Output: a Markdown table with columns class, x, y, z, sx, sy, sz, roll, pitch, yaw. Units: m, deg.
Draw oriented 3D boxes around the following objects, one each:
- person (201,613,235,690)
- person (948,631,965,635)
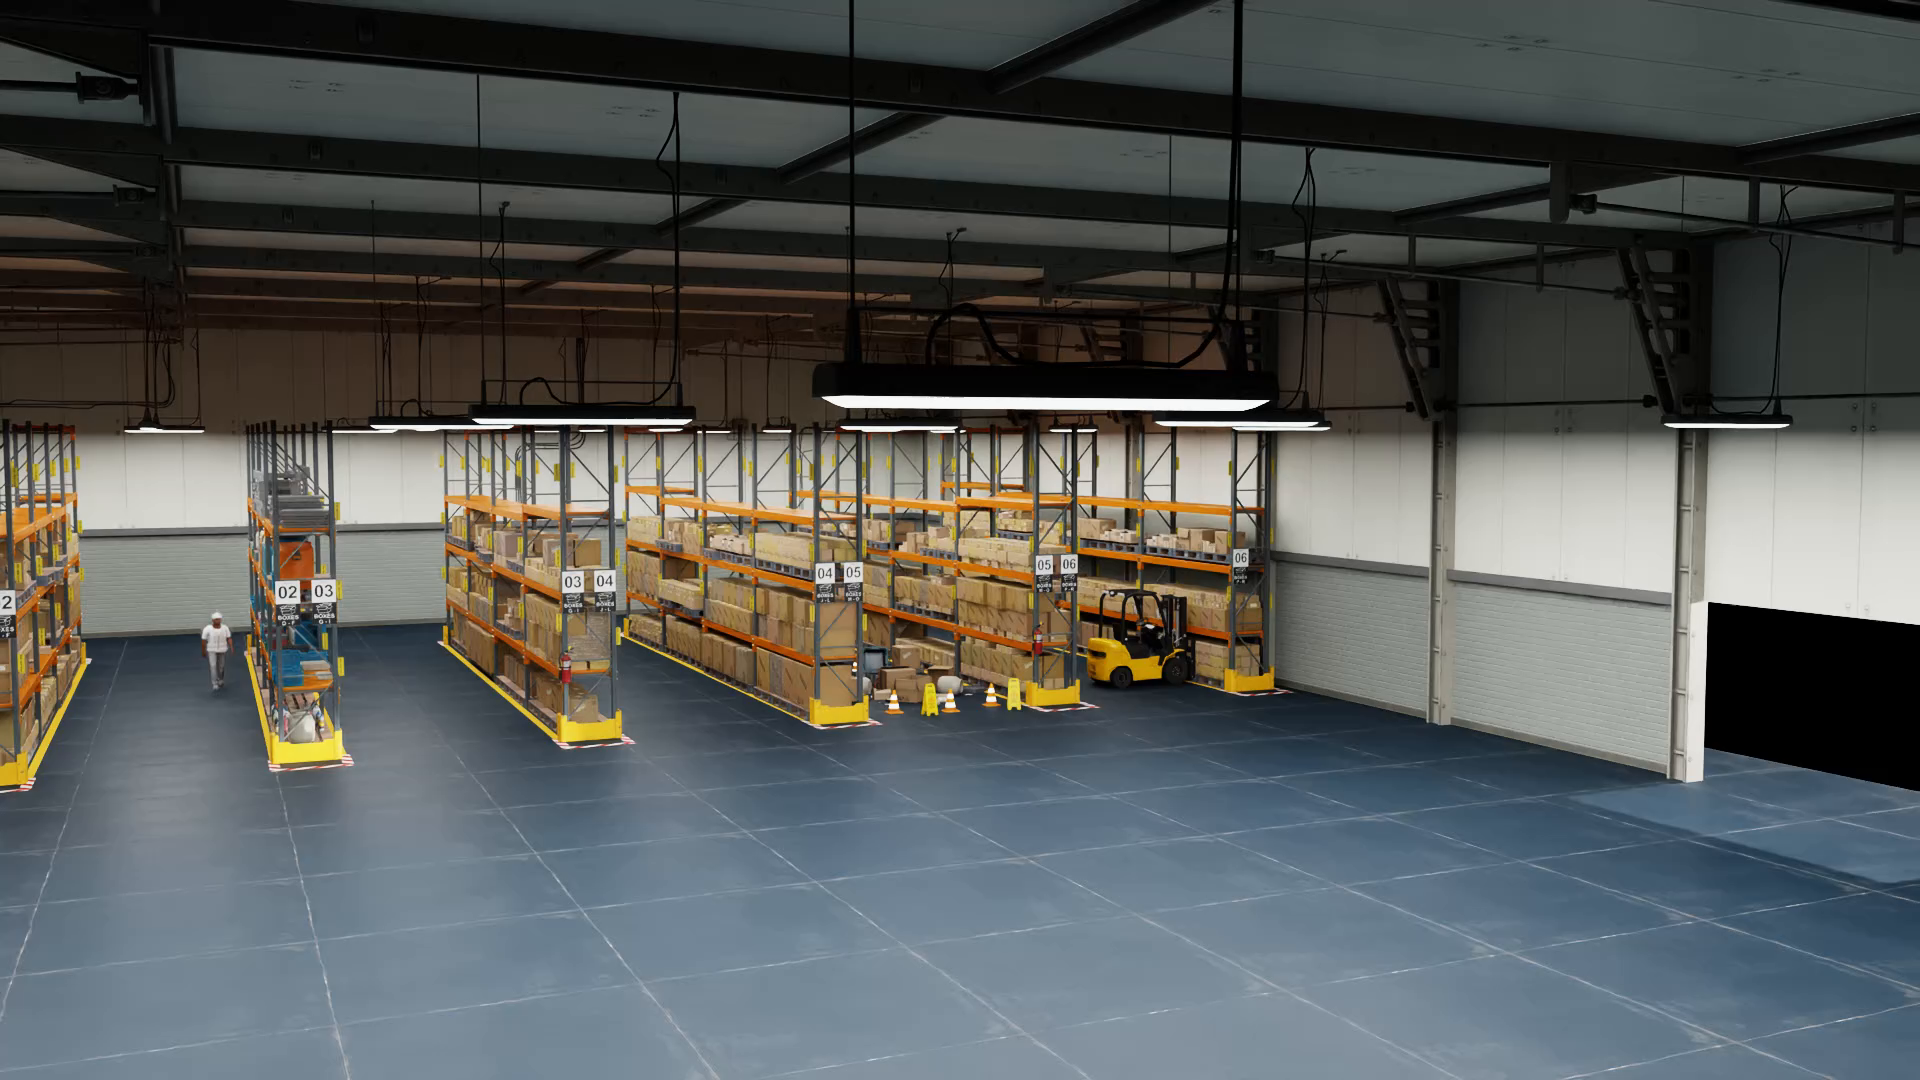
| class | x | y | z | sx | sy | sz | roll | pitch | yaw |
| --- | --- | --- | --- | --- | --- | --- | --- | --- | --- |
| person | -16.803 | 2.500 | 37.651 | 0.683 | 1.710 | 1.081 | -2 | 4 | -26 |
| person | -0.122 | 1.910 | 47.845 | 0.531 | 1.664 | 0.497 | -1 | 4 | -19 |
